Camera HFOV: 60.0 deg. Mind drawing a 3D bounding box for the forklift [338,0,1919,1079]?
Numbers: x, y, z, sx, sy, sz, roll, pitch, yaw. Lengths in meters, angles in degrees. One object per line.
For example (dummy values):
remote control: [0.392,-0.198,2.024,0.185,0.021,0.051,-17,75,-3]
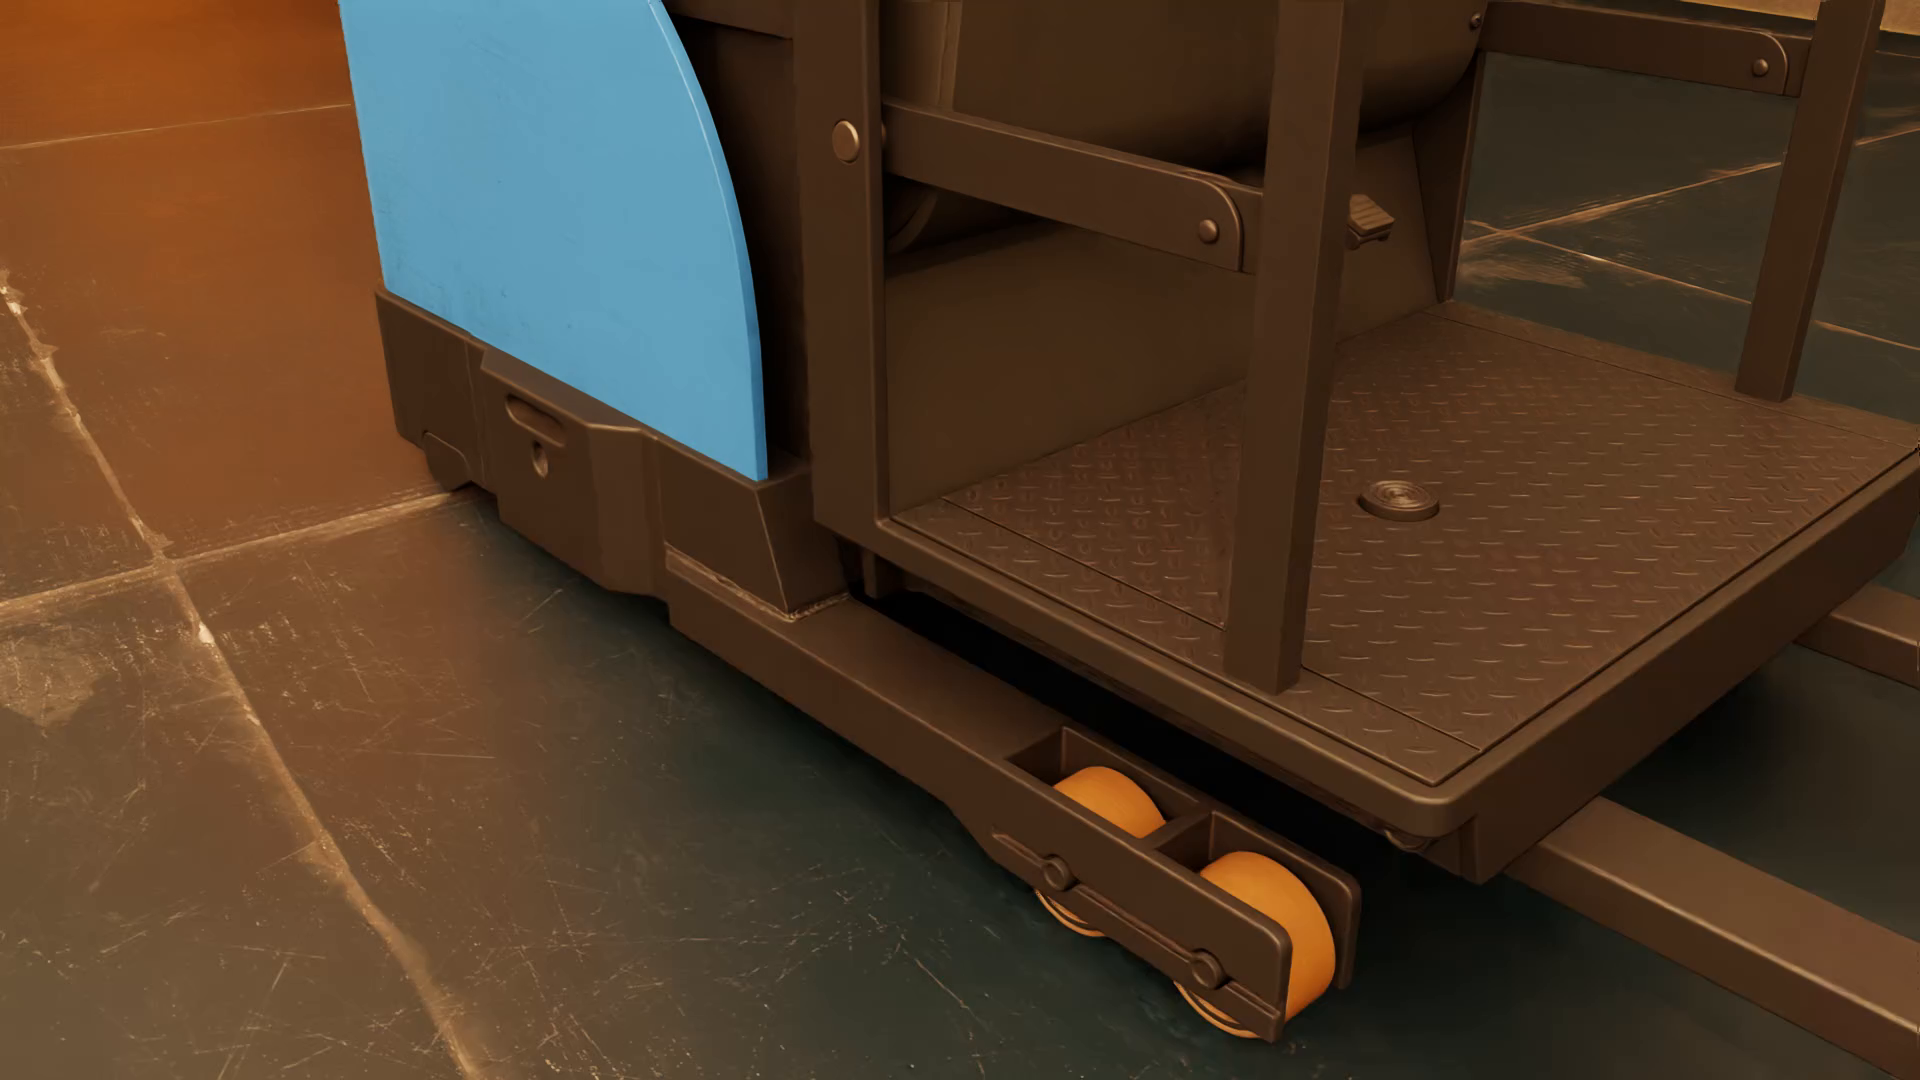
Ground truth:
forklift: [0.447,-1.104,1.432,1.130,2.935,3.031,-22,34,-37]
